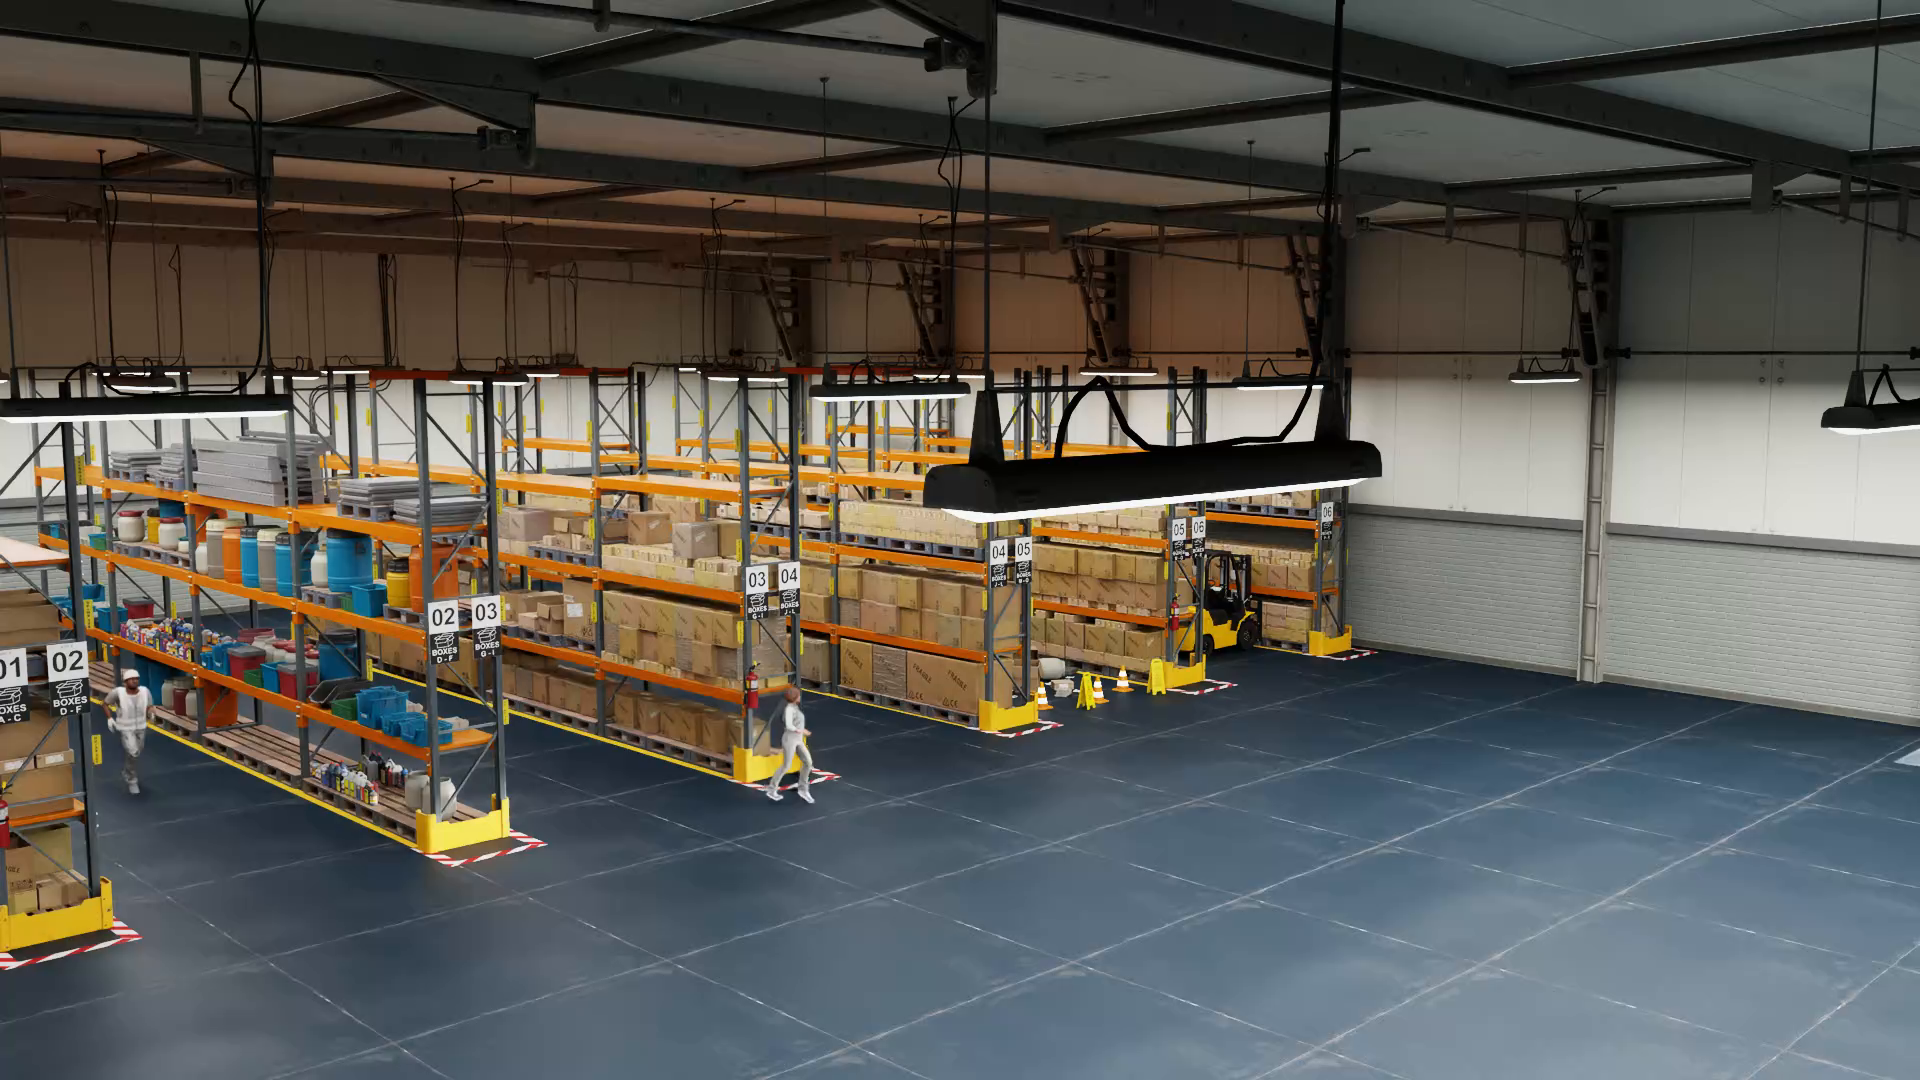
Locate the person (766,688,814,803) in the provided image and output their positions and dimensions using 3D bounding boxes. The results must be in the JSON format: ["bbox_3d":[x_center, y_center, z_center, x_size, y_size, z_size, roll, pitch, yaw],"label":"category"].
[{"bbox_3d":[-2.372,2.886,23.518,0.668,1.608,0.603,1,7,9],"label":"person"}]

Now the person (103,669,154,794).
[{"bbox_3d":[-11.972,2.755,24.055,0.868,1.812,0.587,5,8,36],"label":"person"}]

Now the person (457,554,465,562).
[{"bbox_3d":[-11.757,1.094,39.015,0.759,1.681,0.819,0,6,-3],"label":"person"}]
